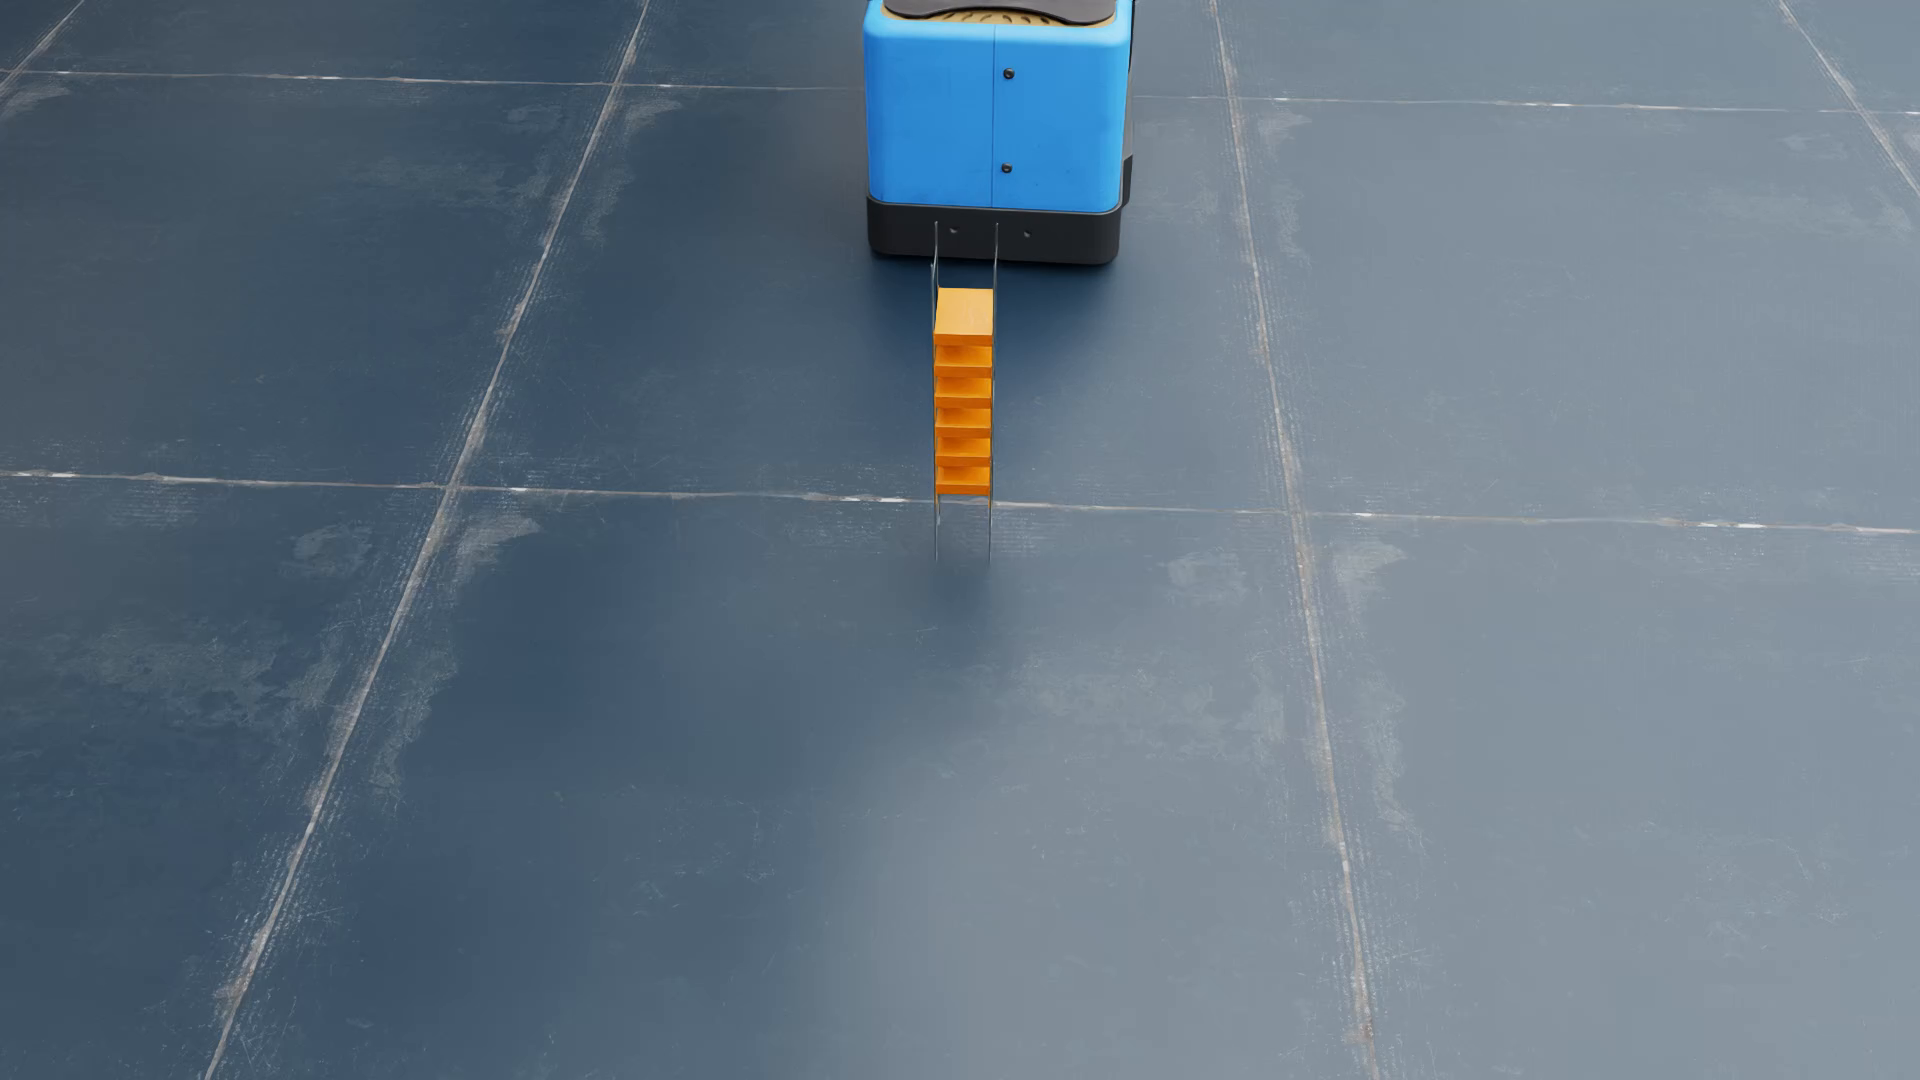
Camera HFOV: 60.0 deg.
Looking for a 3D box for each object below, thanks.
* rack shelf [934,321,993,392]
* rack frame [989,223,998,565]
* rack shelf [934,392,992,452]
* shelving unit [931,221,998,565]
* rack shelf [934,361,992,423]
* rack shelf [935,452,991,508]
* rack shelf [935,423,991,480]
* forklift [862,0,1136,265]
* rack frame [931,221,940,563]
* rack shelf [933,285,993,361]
[{"bbox_3d":[0.014,-0.582,5.207,0.180,0.103,0.258,2,43,2],"label":"rack shelf"},{"bbox_3d":[0.106,-0.436,5.338,0.006,1.200,0.240,2,43,2],"label":"rack frame"},{"bbox_3d":[0.014,-0.406,5.371,0.180,0.103,0.258,2,43,2],"label":"rack shelf"},{"bbox_3d":[0.014,-0.439,5.341,0.189,1.200,0.258,2,43,2],"label":"shelving unit"},{"bbox_3d":[0.014,-0.494,5.289,0.180,0.103,0.258,2,43,2],"label":"rack shelf"},{"bbox_3d":[0.014,-0.230,5.534,0.180,0.103,0.258,2,43,2],"label":"rack shelf"},{"bbox_3d":[0.014,-0.318,5.453,0.180,0.103,0.258,2,43,2],"label":"rack shelf"},{"bbox_3d":[0.264,-3.210,7.046,1.130,2.935,3.031,4,43,4],"label":"forklift"},{"bbox_3d":[-0.077,-0.441,5.344,0.006,1.200,0.240,2,43,2],"label":"rack frame"},{"bbox_3d":[0.014,-0.669,5.125,0.180,0.103,0.258,2,43,2],"label":"rack shelf"}]
